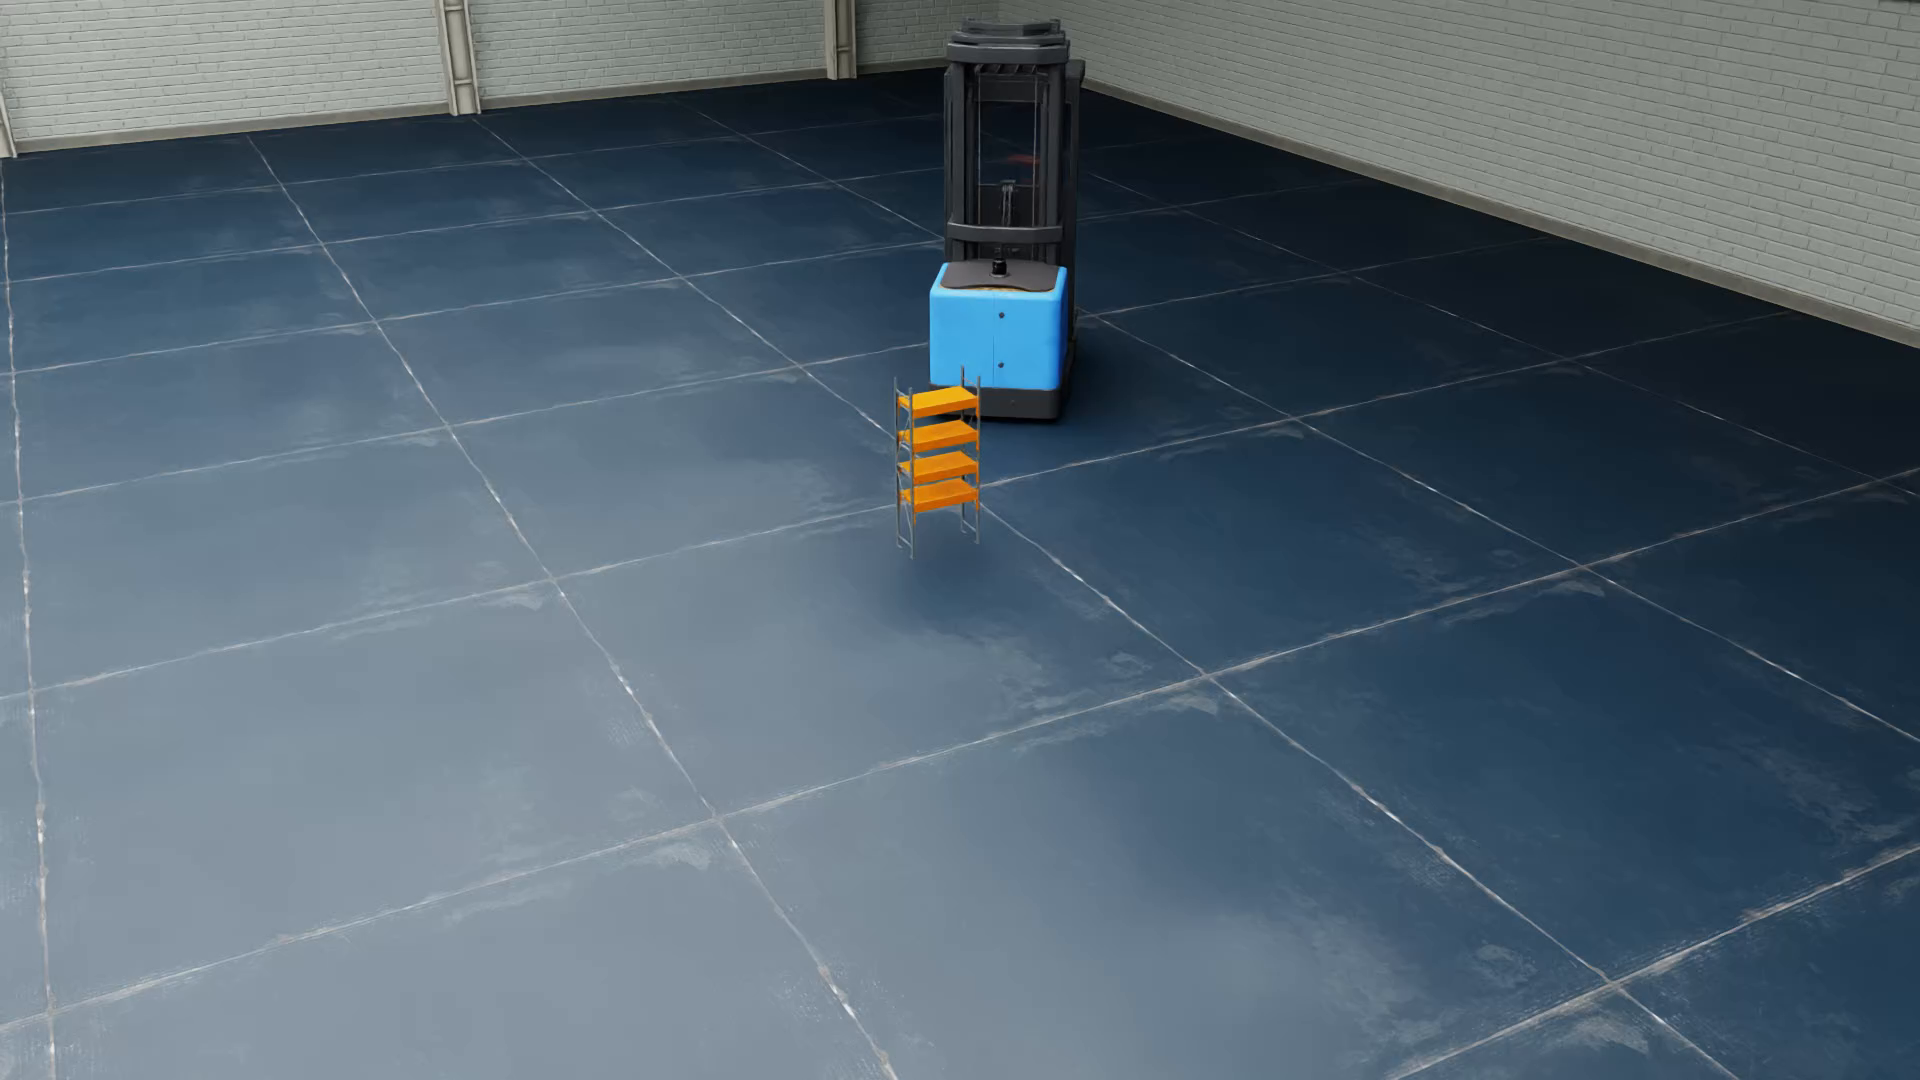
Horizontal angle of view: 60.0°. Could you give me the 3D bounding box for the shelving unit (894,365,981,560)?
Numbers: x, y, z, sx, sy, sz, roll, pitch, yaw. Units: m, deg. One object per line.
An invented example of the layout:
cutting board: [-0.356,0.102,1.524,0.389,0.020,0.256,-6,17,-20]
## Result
shelving unit: [-0.146,-0.507,10.920,0.503,1.200,0.258,-13,29,-25]

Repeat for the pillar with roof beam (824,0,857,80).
pillar with roof beam: [0.126,-9.846,21.359,0.400,9.000,9.100,-13,29,-25]

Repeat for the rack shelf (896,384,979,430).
rack shelf: [-0.146,-0.861,10.750,0.480,0.148,0.258,-13,29,-25]

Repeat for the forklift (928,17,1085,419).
forklift: [0.446,-2.881,13.864,1.130,2.935,3.031,3,26,6]

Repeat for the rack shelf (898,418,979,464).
rack shelf: [-0.146,-0.648,10.852,0.480,0.148,0.258,-13,29,-25]

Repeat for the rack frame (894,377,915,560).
rack frame: [-0.361,-0.457,10.817,0.015,1.200,0.240,-13,29,-25]

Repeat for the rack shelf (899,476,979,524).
rack shelf: [-0.146,-0.268,11.035,0.480,0.148,0.258,-13,29,-25]

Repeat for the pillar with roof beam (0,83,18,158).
pillar with roof beam: [-10.463,-7.402,16.269,0.400,9.000,9.100,-13,29,-25]

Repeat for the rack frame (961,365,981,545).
rack frame: [0.069,-0.557,11.024,0.015,1.200,0.240,-13,29,-25]

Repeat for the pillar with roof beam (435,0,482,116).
pillar with roof beam: [-5.168,-8.624,18.814,0.400,9.000,9.100,-13,29,-25]

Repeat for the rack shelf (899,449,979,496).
rack shelf: [-0.146,-0.447,10.949,0.480,0.148,0.258,-13,29,-25]
